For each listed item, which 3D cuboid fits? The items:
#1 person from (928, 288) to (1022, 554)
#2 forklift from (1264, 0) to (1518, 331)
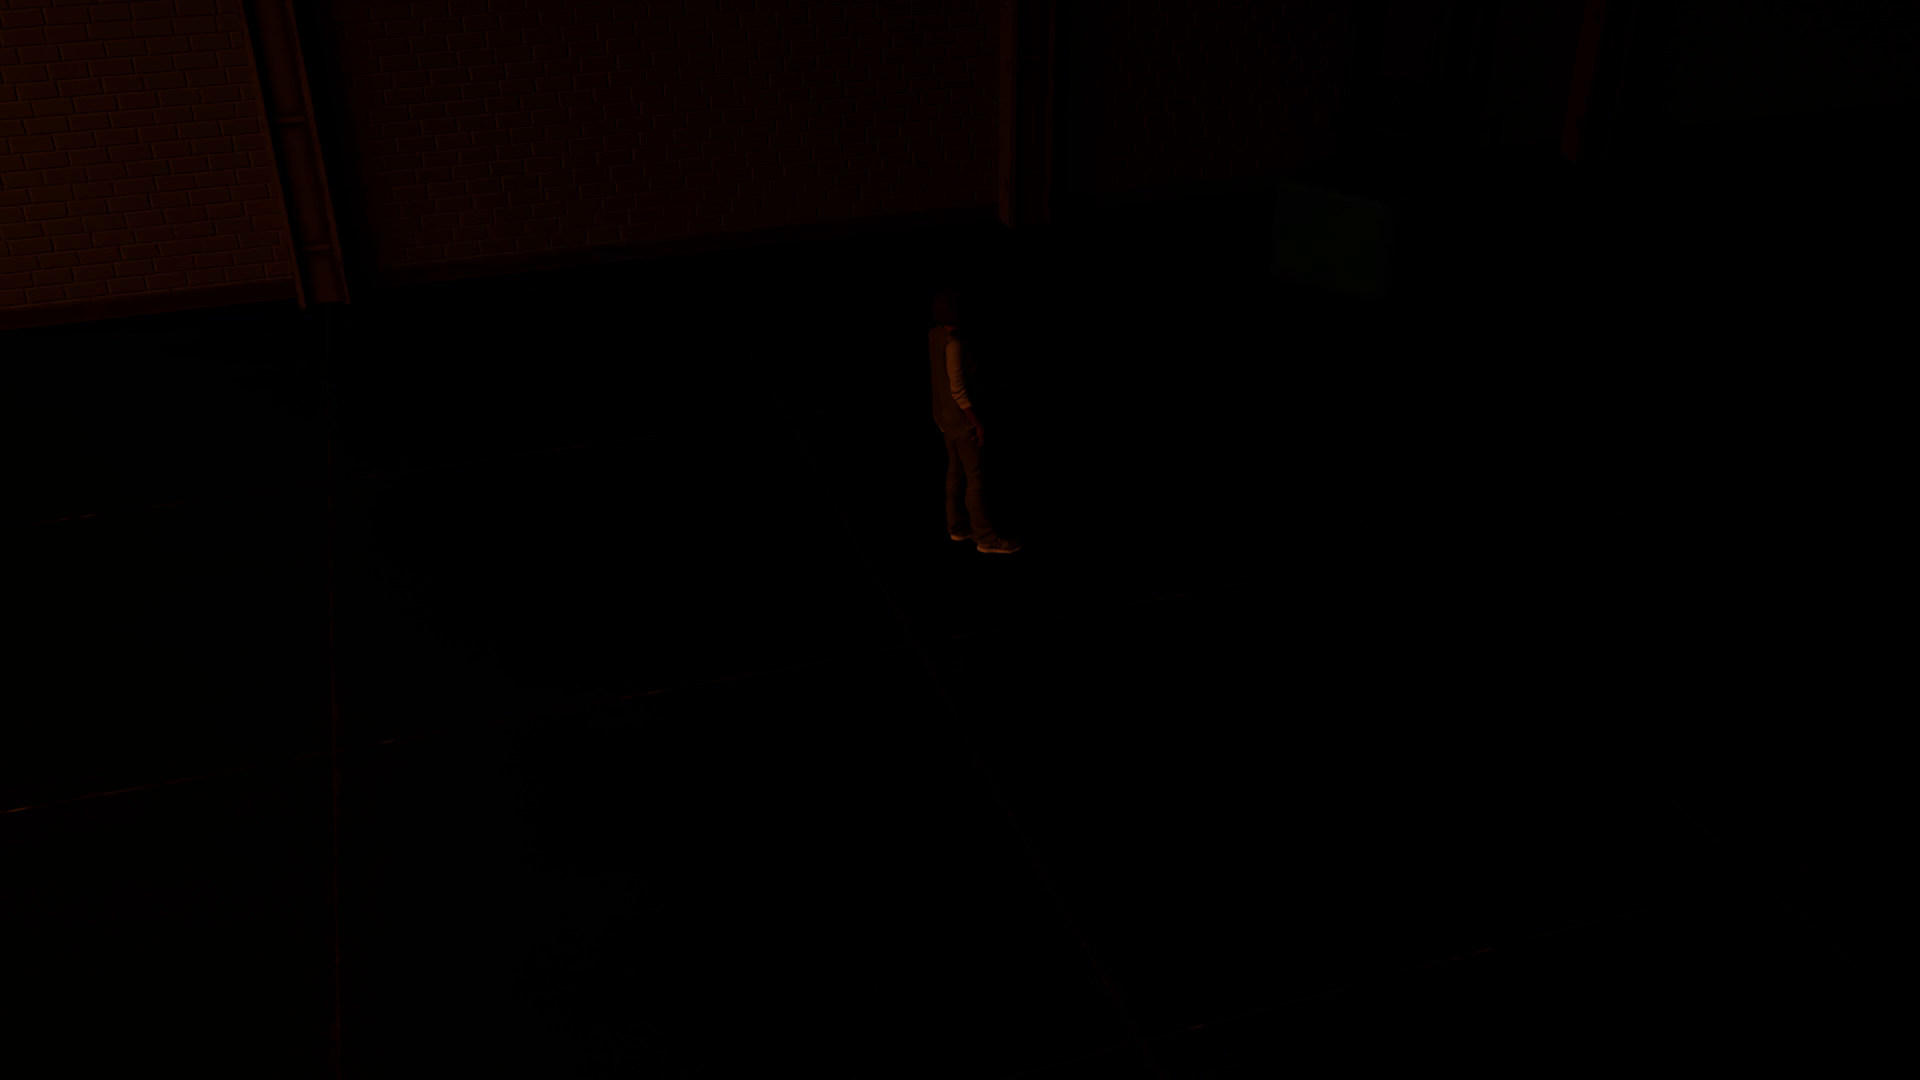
[{"bbox_3d":[0.074,-0.704,9.633,0.475,1.597,0.520,-10,31,-16],"label":"person"},{"bbox_3d":[3.723,-3.526,13.215,1.130,2.935,3.031,22,36,33],"label":"forklift"}]
